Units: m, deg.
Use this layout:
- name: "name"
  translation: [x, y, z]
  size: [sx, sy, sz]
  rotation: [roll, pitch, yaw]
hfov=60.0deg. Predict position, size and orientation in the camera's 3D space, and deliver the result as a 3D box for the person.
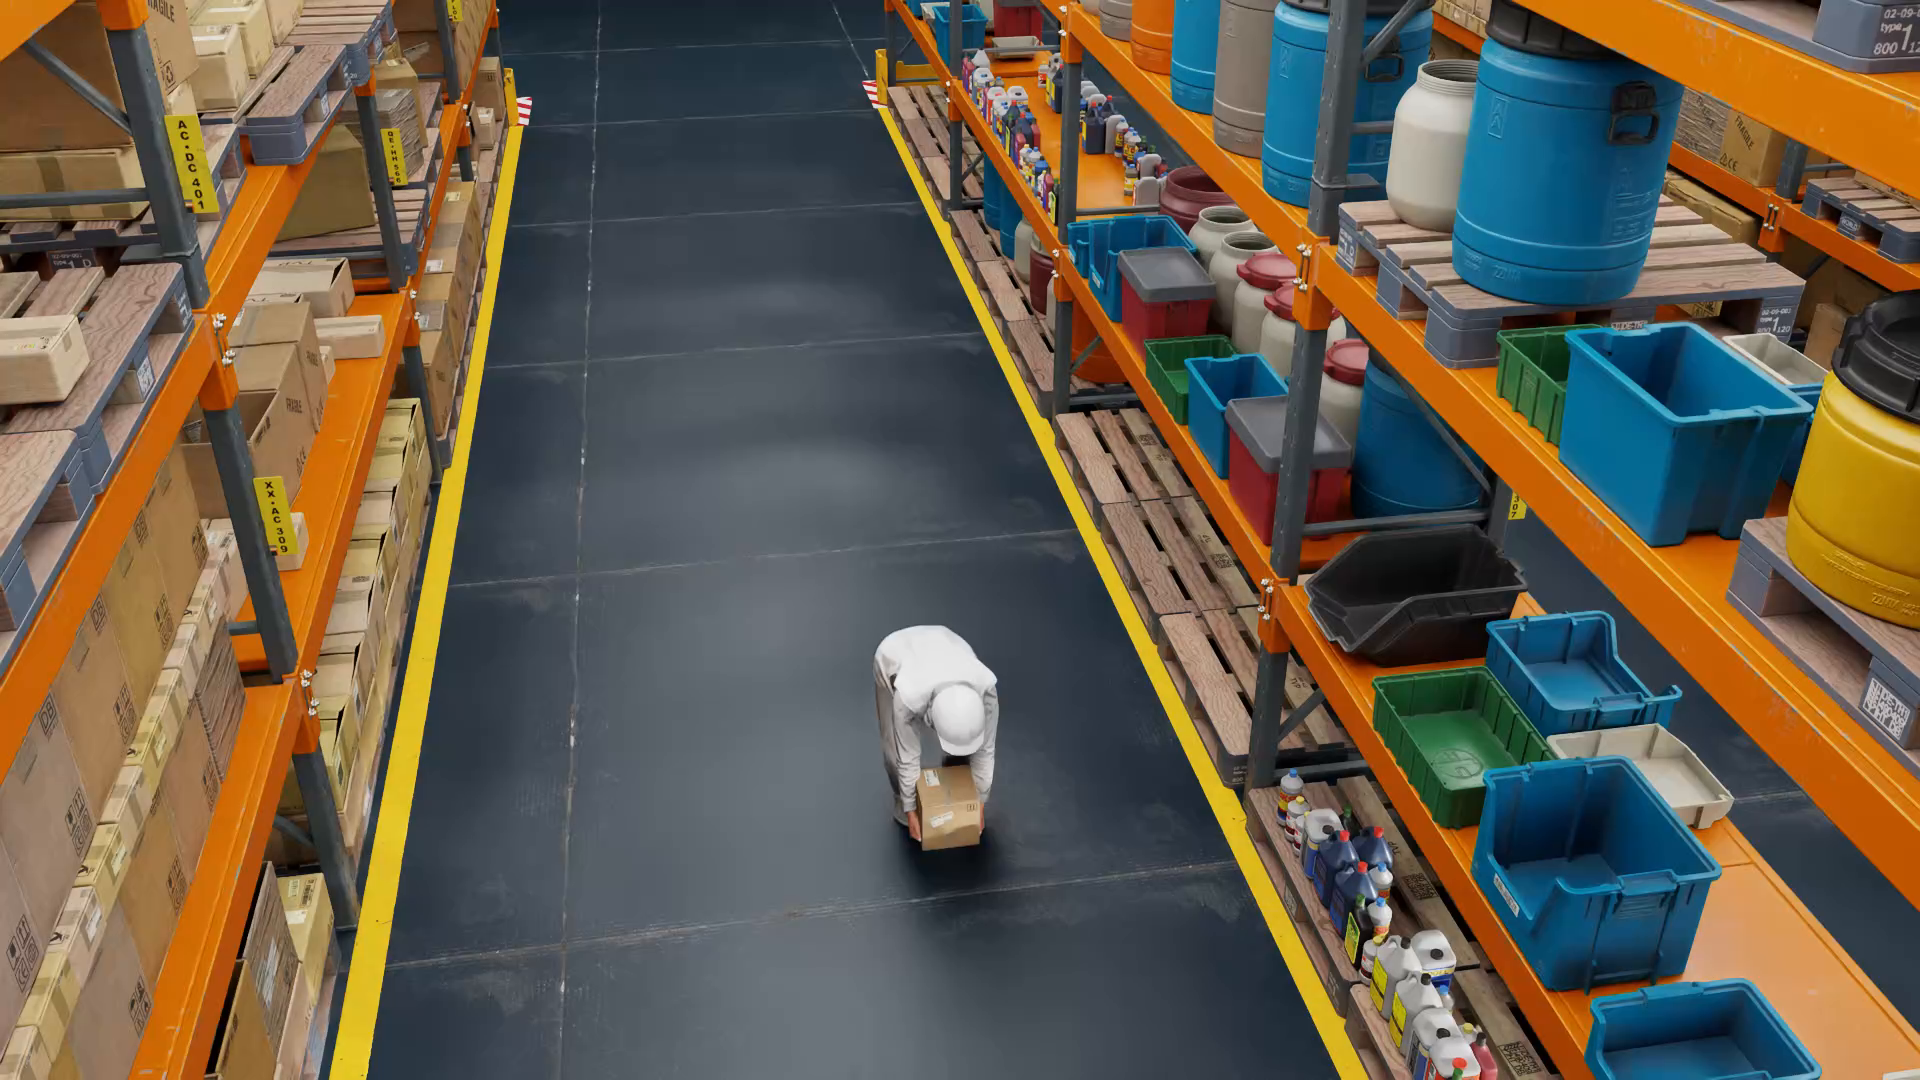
- name: "person"
  translation: [-0.087, 0.831, 7.351]
  size: [0.492, 1.112, 0.994]
  rotation: [-7, 31, -11]
